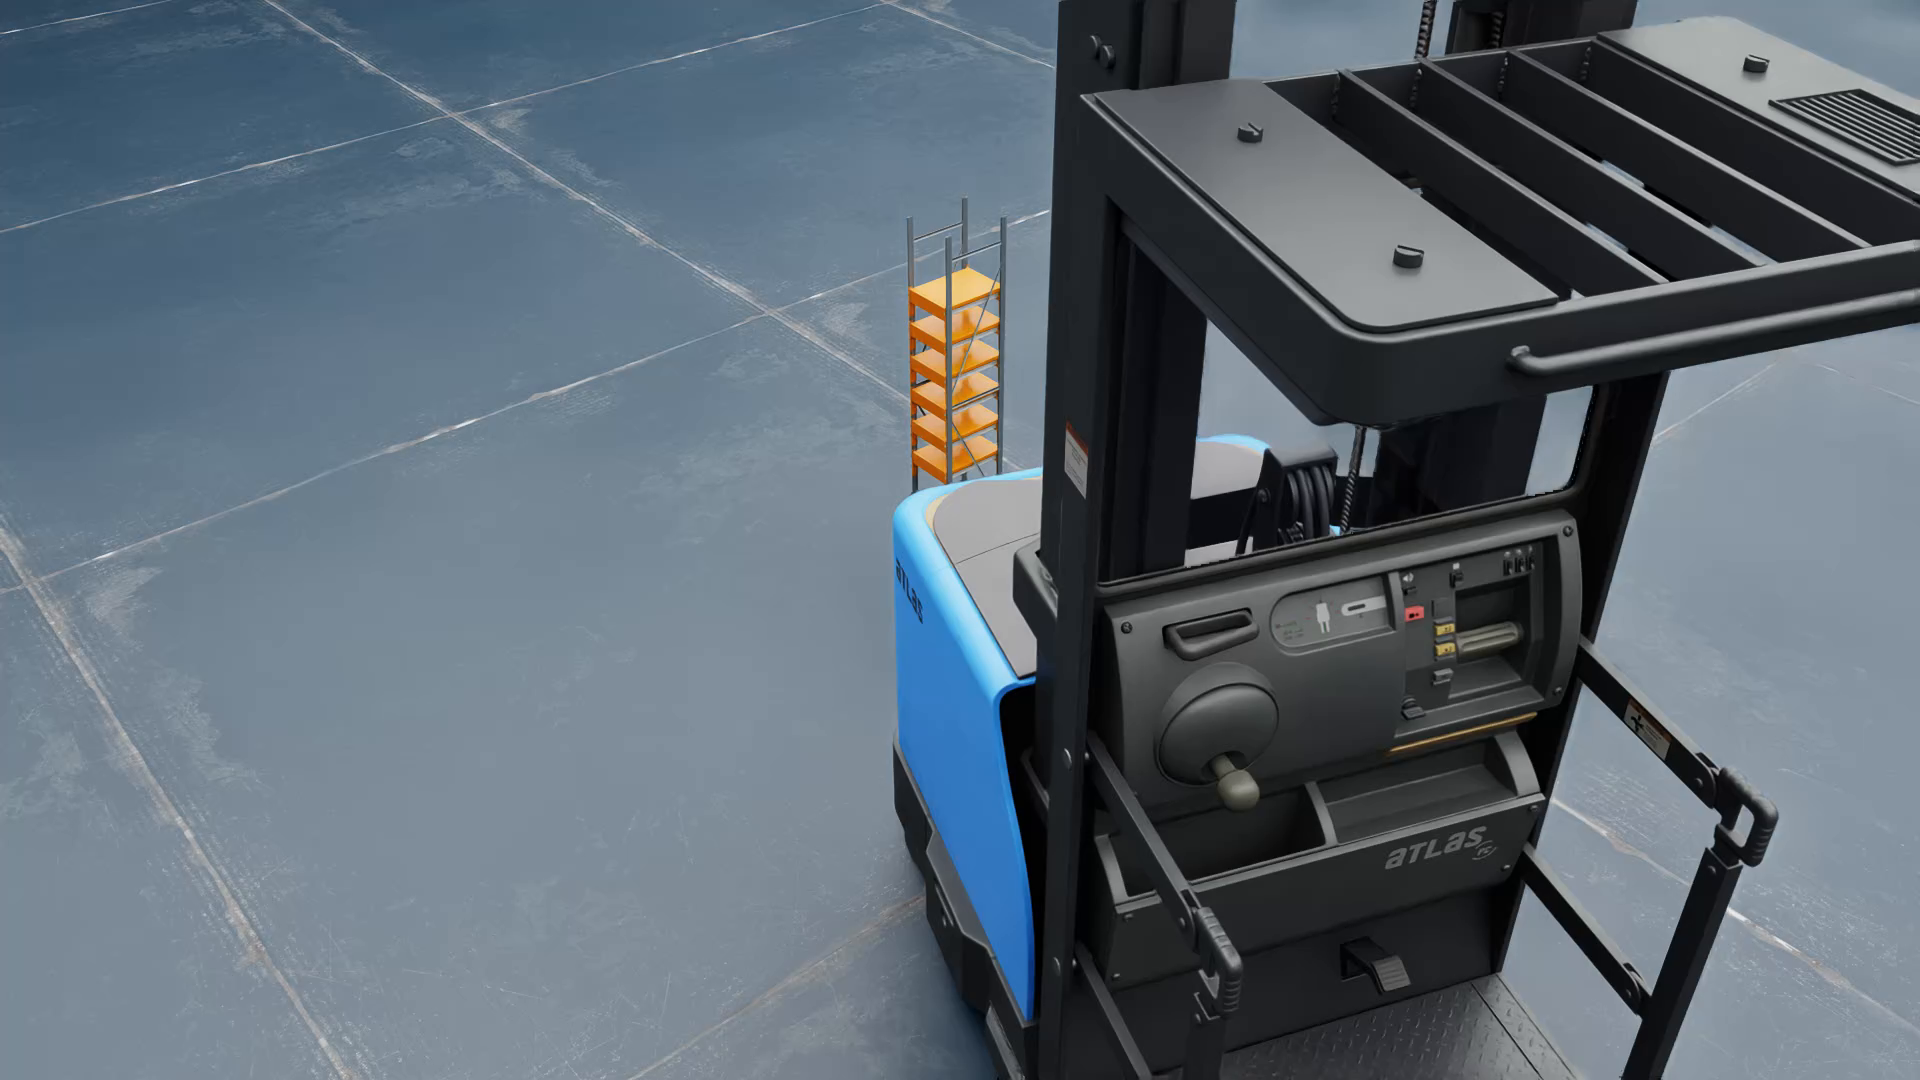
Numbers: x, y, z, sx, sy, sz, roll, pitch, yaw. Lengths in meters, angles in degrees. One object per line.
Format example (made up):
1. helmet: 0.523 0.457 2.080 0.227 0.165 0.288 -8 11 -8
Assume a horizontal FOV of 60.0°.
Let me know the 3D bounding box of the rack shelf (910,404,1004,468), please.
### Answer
1. rack shelf: -0.009 -0.362 5.507 0.258 0.103 0.180 -26 43 -32

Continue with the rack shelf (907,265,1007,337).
1. rack shelf: -0.009 -0.754 5.230 0.258 0.103 0.180 -26 43 -32

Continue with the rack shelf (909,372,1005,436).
1. rack shelf: -0.009 -0.460 5.438 0.258 0.103 0.180 -26 43 -32

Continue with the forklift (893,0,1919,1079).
1. forklift: 0.778 0.282 2.816 1.130 2.935 3.031 -11 37 -15

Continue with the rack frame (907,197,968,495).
1. rack frame: -0.068 -0.536 5.469 0.240 1.200 0.006 -26 43 -32

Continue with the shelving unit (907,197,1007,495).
1. shelving unit: -0.009 -0.496 5.412 0.258 1.200 0.189 -26 43 -32

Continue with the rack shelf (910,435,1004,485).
1. rack shelf: -0.009 -0.264 5.577 0.258 0.103 0.180 -26 43 -32

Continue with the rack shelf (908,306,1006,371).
1. rack shelf: -0.009 -0.656 5.299 0.258 0.103 0.180 -26 43 -32

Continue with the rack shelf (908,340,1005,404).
1. rack shelf: -0.009 -0.558 5.369 0.258 0.103 0.180 -26 43 -32

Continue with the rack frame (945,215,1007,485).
1. rack frame: 0.050 -0.456 5.355 0.240 1.200 0.006 -26 43 -32
